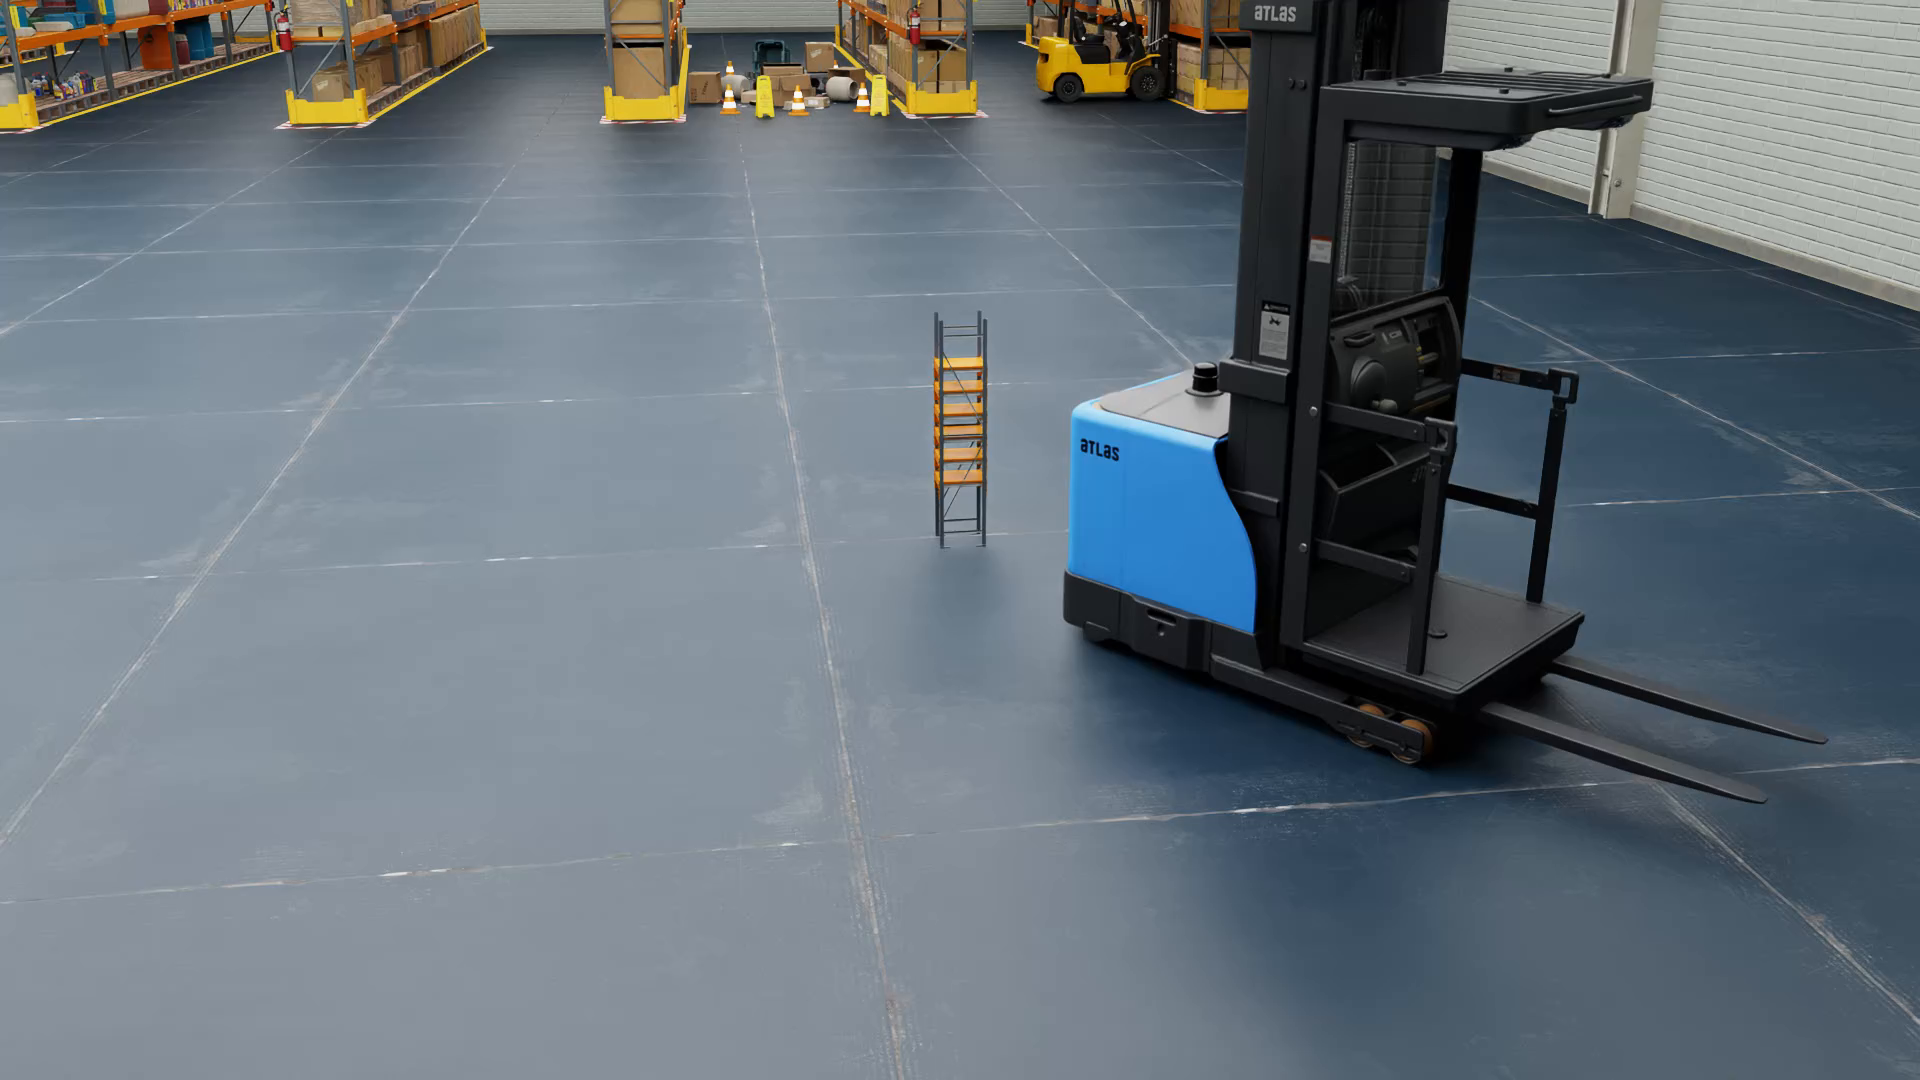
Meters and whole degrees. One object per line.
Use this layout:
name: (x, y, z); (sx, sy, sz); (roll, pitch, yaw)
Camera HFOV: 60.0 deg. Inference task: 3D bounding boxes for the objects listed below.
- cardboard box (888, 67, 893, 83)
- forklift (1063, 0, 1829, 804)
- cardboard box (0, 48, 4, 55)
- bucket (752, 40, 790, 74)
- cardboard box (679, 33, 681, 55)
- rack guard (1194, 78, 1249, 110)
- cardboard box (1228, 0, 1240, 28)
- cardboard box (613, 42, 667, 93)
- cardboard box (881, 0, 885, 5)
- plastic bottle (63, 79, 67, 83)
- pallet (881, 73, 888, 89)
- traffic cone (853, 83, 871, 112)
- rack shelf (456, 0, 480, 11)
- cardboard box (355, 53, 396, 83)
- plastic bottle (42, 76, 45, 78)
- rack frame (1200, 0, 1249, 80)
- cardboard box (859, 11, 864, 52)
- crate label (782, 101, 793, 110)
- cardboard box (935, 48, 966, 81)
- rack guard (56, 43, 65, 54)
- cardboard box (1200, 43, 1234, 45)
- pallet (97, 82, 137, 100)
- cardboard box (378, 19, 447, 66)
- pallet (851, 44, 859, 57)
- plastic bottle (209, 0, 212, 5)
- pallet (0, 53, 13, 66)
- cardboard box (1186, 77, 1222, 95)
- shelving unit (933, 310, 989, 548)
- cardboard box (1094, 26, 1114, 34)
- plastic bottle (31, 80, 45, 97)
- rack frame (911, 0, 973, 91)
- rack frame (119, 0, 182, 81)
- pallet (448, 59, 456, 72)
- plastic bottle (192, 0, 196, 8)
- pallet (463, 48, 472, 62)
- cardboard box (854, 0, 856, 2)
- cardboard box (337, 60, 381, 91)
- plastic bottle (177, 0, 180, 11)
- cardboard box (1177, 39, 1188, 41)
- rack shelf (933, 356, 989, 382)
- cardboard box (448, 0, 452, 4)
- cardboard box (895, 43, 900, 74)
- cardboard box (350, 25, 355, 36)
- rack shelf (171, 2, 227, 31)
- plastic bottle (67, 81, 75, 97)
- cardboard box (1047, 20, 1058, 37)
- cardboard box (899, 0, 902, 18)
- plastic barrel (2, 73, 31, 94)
cardboard box: (-1.056, -8.664, 30.956); (0.500, 0.250, 0.500); (-4, 21, -10)
forklift: (1.880, -0.717, 6.447); (3.031, 2.935, 1.130); (19, 27, 40)
cardboard box: (-21.483, -10.848, 36.687); (0.500, 0.311, 0.500); (-3, 21, -8)
bucket: (-3.457, -8.936, 30.862); (0.726, 0.611, 0.620); (4, 11, 11)
cardboard box: (-6.481, -11.063, 37.022); (0.500, 0.500, 0.500); (-3, 21, -9)
rack guard: (4.617, -7.661, 28.513); (1.175, 0.500, 0.348); (-3, 21, -8)
cardboard box: (4.817, -9.072, 28.577); (0.500, 0.500, 0.500); (-2, 21, -6)
cardboard box: (-5.473, -8.041, 28.395); (0.875, 0.875, 0.875); (-3, 21, -9)
cardboard box: (-1.314, -10.396, 32.023); (0.380, 0.149, 0.250); (-3, 21, -9)
plastic bottle: (-15.215, -7.709, 28.322); (0.061, 0.283, 0.133); (-3, 21, -8)
pallet: (-0.988, -8.937, 32.341); (1.003, 0.211, 1.213); (-3, 21, -8)
traffic cone: (-1.636, -7.484, 28.092); (0.336, 0.463, 0.334); (-3, 21, -8)
rack shelf: (-12.122, -12.599, 39.190); (1.077, 0.370, 4.000); (-3, 21, -8)
cardboard box: (-10.748, -8.722, 30.726); (0.700, 0.500, 0.500); (-5, 21, -12)
plastic bottle: (-15.896, -7.911, 28.874); (0.152, 0.276, 0.135); (-2, 21, -6)
rack frame: (4.614, -8.840, 28.098); (1.000, 3.000, 0.127); (-3, 21, -8)
cardboard box: (-1.859, -11.734, 38.282); (0.875, 0.875, 0.875); (-2, 21, -6)
crate label: (-2.860, -7.427, 28.404); (0.250, 0.136, 0.298); (-15, 25, -35)
cardboard box: (-0.144, -8.150, 28.507); (0.500, 0.500, 0.500); (-4, 21, -10)
rack guard: (-22.203, -11.933, 39.950); (1.175, 0.500, 0.348); (-3, 21, -8)
cardboard box: (4.595, -8.740, 29.729); (0.500, 0.250, 0.500); (-3, 21, -8)
pallet: (-15.733, -8.187, 30.335); (1.003, 0.211, 1.213); (-3, 21, -8)
cardboard box: (-11.336, -10.300, 34.442); (1.225, 0.875, 0.875); (-4, 21, -10)
pallet: (-2.059, -11.704, 39.751); (1.003, 0.211, 1.213); (-3, 21, -8)
plastic bottle: (-16.280, -11.741, 36.031); (0.061, 0.283, 0.133); (-3, 21, -8)
pallet: (-21.735, -10.676, 37.000); (1.003, 0.211, 1.213); (-3, 21, -8)
cardboard box: (4.234, -7.895, 28.898); (0.500, 0.250, 0.500); (-3, 21, -7)
shelving unit: (0.002, -0.557, 8.493); (0.258, 1.200, 0.189); (-3, 21, -8)
cardboard box: (3.139, -11.098, 36.188); (0.380, 0.149, 0.250); (-4, 21, -10)
plastic bottle: (-15.644, -7.657, 28.194); (0.152, 0.276, 0.135); (-3, 21, -8)
rack frame: (-0.297, -8.588, 27.424); (1.000, 3.000, 0.127); (-3, 21, -8)
rack frame: (-16.158, -10.609, 32.833); (1.000, 3.000, 0.127); (-3, 21, -8)
pallet: (-11.469, -10.250, 35.859); (1.003, 0.211, 1.213); (-3, 21, -8)
plastic bottle: (-16.101, -11.313, 34.885); (0.061, 0.283, 0.133); (-3, 21, -8)
pallet: (-11.866, -11.204, 38.413); (1.003, 0.211, 1.213); (-3, 21, -8)
cardboard box: (-2.091, -12.150, 37.174); (0.500, 0.250, 0.500); (-3, 21, -8)
cardboard box: (-10.572, -8.161, 29.251); (0.500, 0.500, 0.500); (4, 21, 9)
plastic bottle: (-15.942, -10.929, 33.857); (0.061, 0.283, 0.133); (-3, 21, -8)
cardboard box: (3.943, -9.069, 30.612); (0.500, 0.250, 0.500); (-2, 21, -6)
rack shelf: (0.002, -0.853, 8.382); (0.258, 0.103, 0.180); (-3, 21, -8)
cardboard box: (-11.431, -11.970, 36.336); (0.500, 0.500, 0.500); (-2, 21, -6)
cardboard box: (-0.894, -8.651, 29.849); (0.500, 0.500, 0.500); (-2, 21, -5)
cardboard box: (-9.926, -8.169, 26.660); (0.380, 0.149, 0.250); (-3, 21, -8)
rack shelf: (-16.447, -10.964, 34.813); (1.077, 0.370, 4.000); (-3, 21, -8)
plastic bottle: (-15.051, -7.634, 28.138); (0.097, 0.271, 0.097); (0, 20, 0)
cardboard box: (2.536, -12.532, 40.954); (0.700, 0.500, 0.500); (-4, 21, -10)
cardboard box: (-0.785, -9.296, 28.749); (0.500, 0.500, 0.500); (-3, 21, -8)
plastic barrel: (-15.248, -7.268, 26.843); (0.421, 0.512, 0.421); (0, 20, 0)
